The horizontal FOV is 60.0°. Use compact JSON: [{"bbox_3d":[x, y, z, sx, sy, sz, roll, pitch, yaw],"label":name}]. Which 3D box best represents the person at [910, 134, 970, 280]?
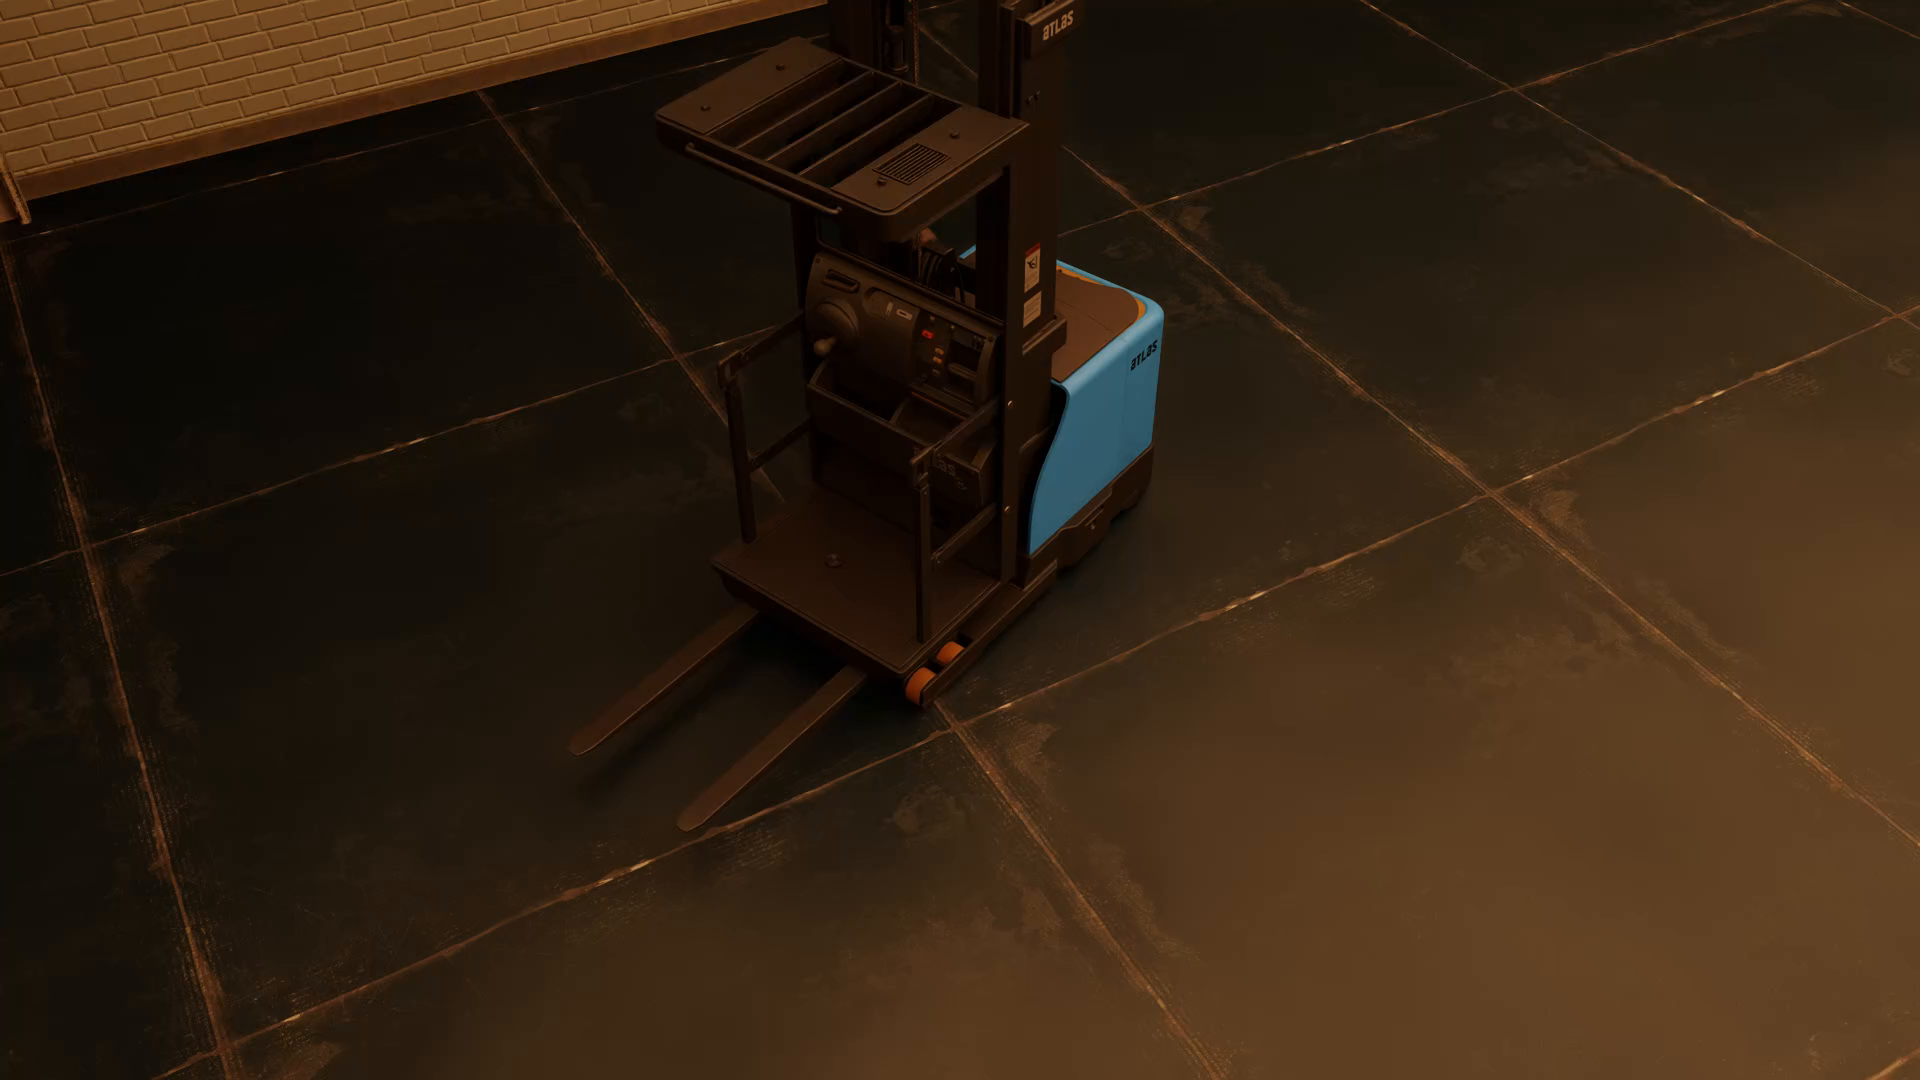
[{"bbox_3d":[-0.266,-1.592,8.360,0.718,1.659,0.662,-10,44,-10],"label":"person"}]

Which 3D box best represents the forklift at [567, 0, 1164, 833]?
[{"bbox_3d":[-0.375,-0.749,6.505,1.130,2.935,3.031,28,50,27],"label":"forklift"}]
